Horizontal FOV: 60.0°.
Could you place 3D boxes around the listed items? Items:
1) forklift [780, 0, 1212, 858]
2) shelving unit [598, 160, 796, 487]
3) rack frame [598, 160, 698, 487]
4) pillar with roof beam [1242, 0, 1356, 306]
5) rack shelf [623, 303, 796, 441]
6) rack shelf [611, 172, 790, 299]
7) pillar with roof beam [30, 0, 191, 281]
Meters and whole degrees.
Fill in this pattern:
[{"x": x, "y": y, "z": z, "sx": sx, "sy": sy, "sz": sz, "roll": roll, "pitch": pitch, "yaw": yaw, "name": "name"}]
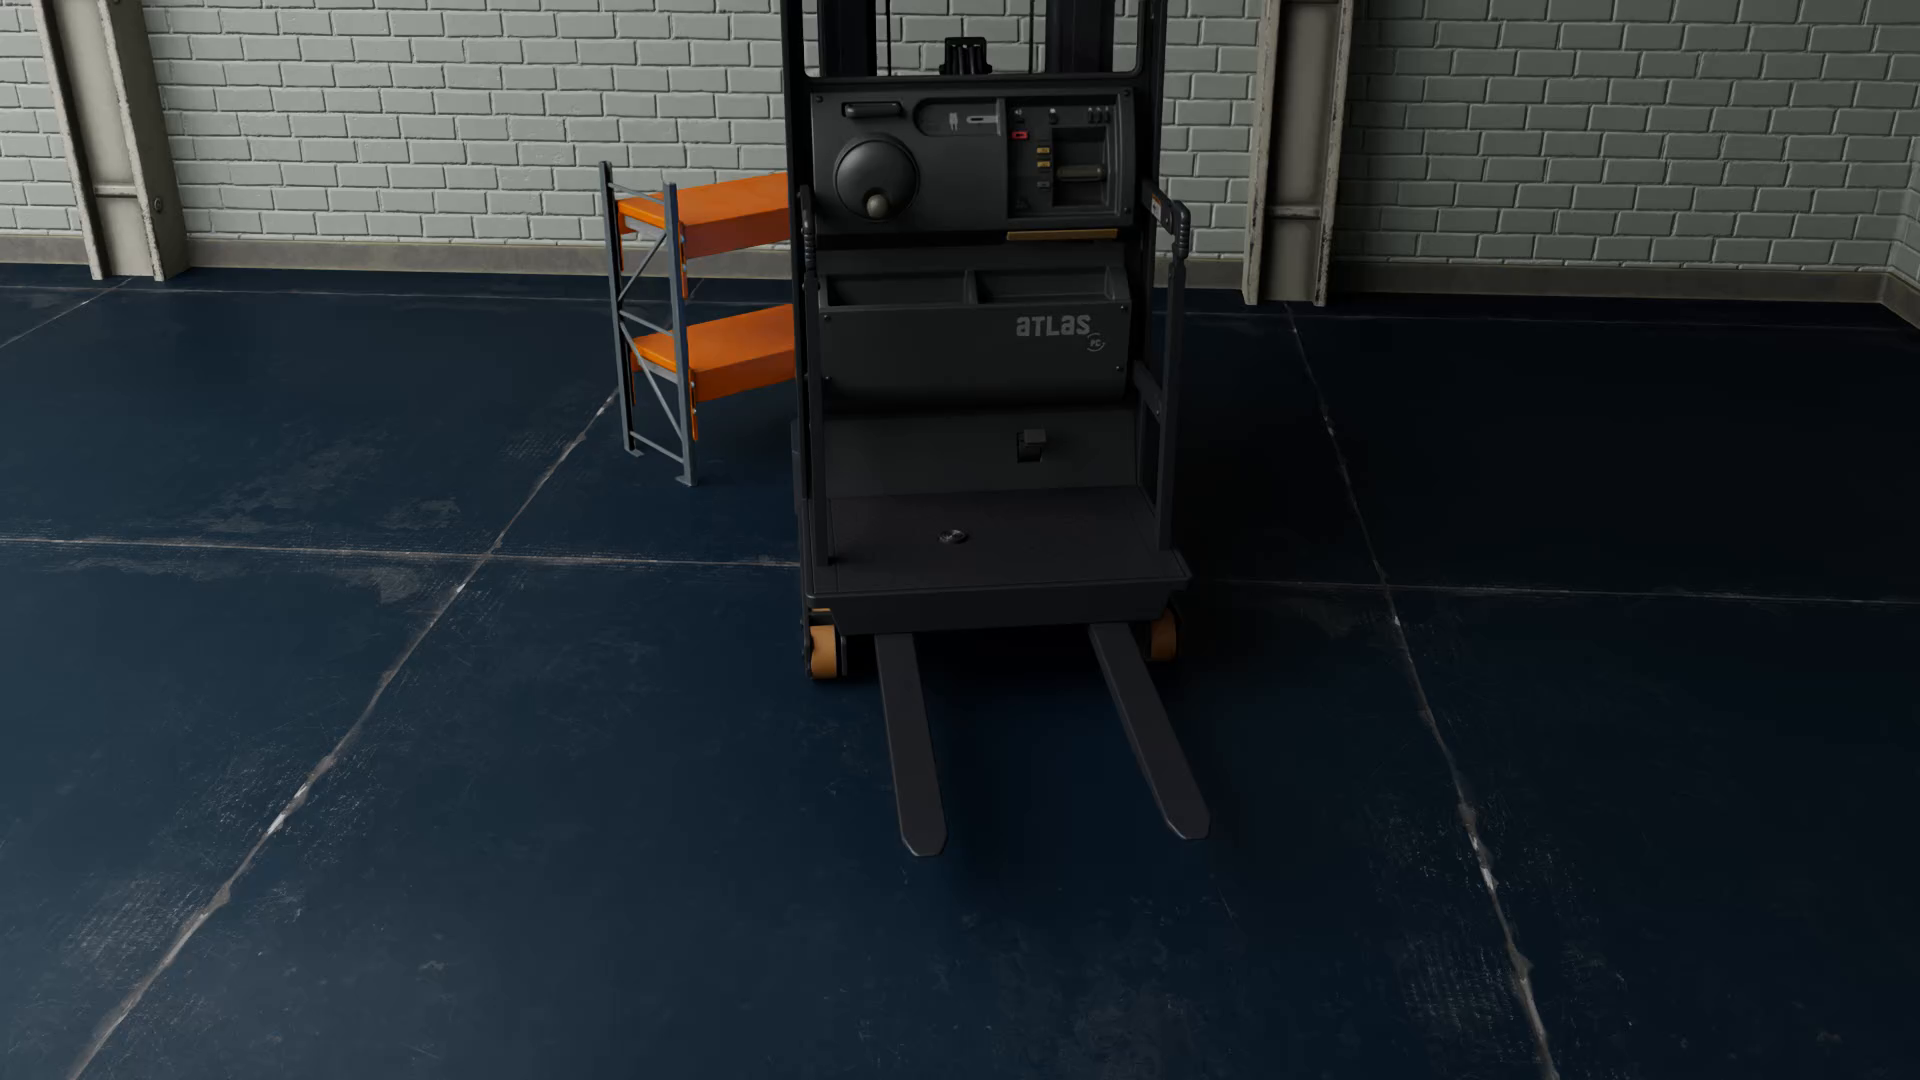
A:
[{"x": 0.067, "y": -1.072, "z": 4.573, "sx": 1.130, "sy": 2.935, "sz": 3.031, "roll": -3, "pitch": 25, "yaw": -6, "name": "forklift"}, {"x": -0.755, "y": -0.926, "z": 6.417, "sx": 1.048, "sy": 1.125, "sz": 0.538, "roll": -19, "pitch": 31, "yaw": -35, "name": "shelving unit"}, {"x": -1.146, "y": -0.791, "z": 6.122, "sx": 0.032, "sy": 1.125, "sz": 0.500, "roll": -19, "pitch": 31, "yaw": -35, "name": "rack frame"}, {"x": 1.309, "y": -3.527, "z": 2.649, "sx": 0.400, "sy": 9.000, "sz": 9.100, "roll": 2, "pitch": 25, "yaw": 4, "name": "pillar with roof beam"}, {"x": -0.754, "y": -0.704, "z": 6.519, "sx": 1.000, "sy": 0.278, "sz": 0.538, "roll": -19, "pitch": 31, "yaw": -35, "name": "rack shelf"}, {"x": -0.755, "y": -1.192, "z": 6.295, "sx": 1.000, "sy": 0.278, "sz": 0.538, "roll": -19, "pitch": 31, "yaw": -35, "name": "rack shelf"}, {"x": -4.674, "y": -3.719, "z": 3.067, "sx": 0.400, "sy": 9.000, "sz": 9.100, "roll": 2, "pitch": 25, "yaw": 4, "name": "pillar with roof beam"}]
